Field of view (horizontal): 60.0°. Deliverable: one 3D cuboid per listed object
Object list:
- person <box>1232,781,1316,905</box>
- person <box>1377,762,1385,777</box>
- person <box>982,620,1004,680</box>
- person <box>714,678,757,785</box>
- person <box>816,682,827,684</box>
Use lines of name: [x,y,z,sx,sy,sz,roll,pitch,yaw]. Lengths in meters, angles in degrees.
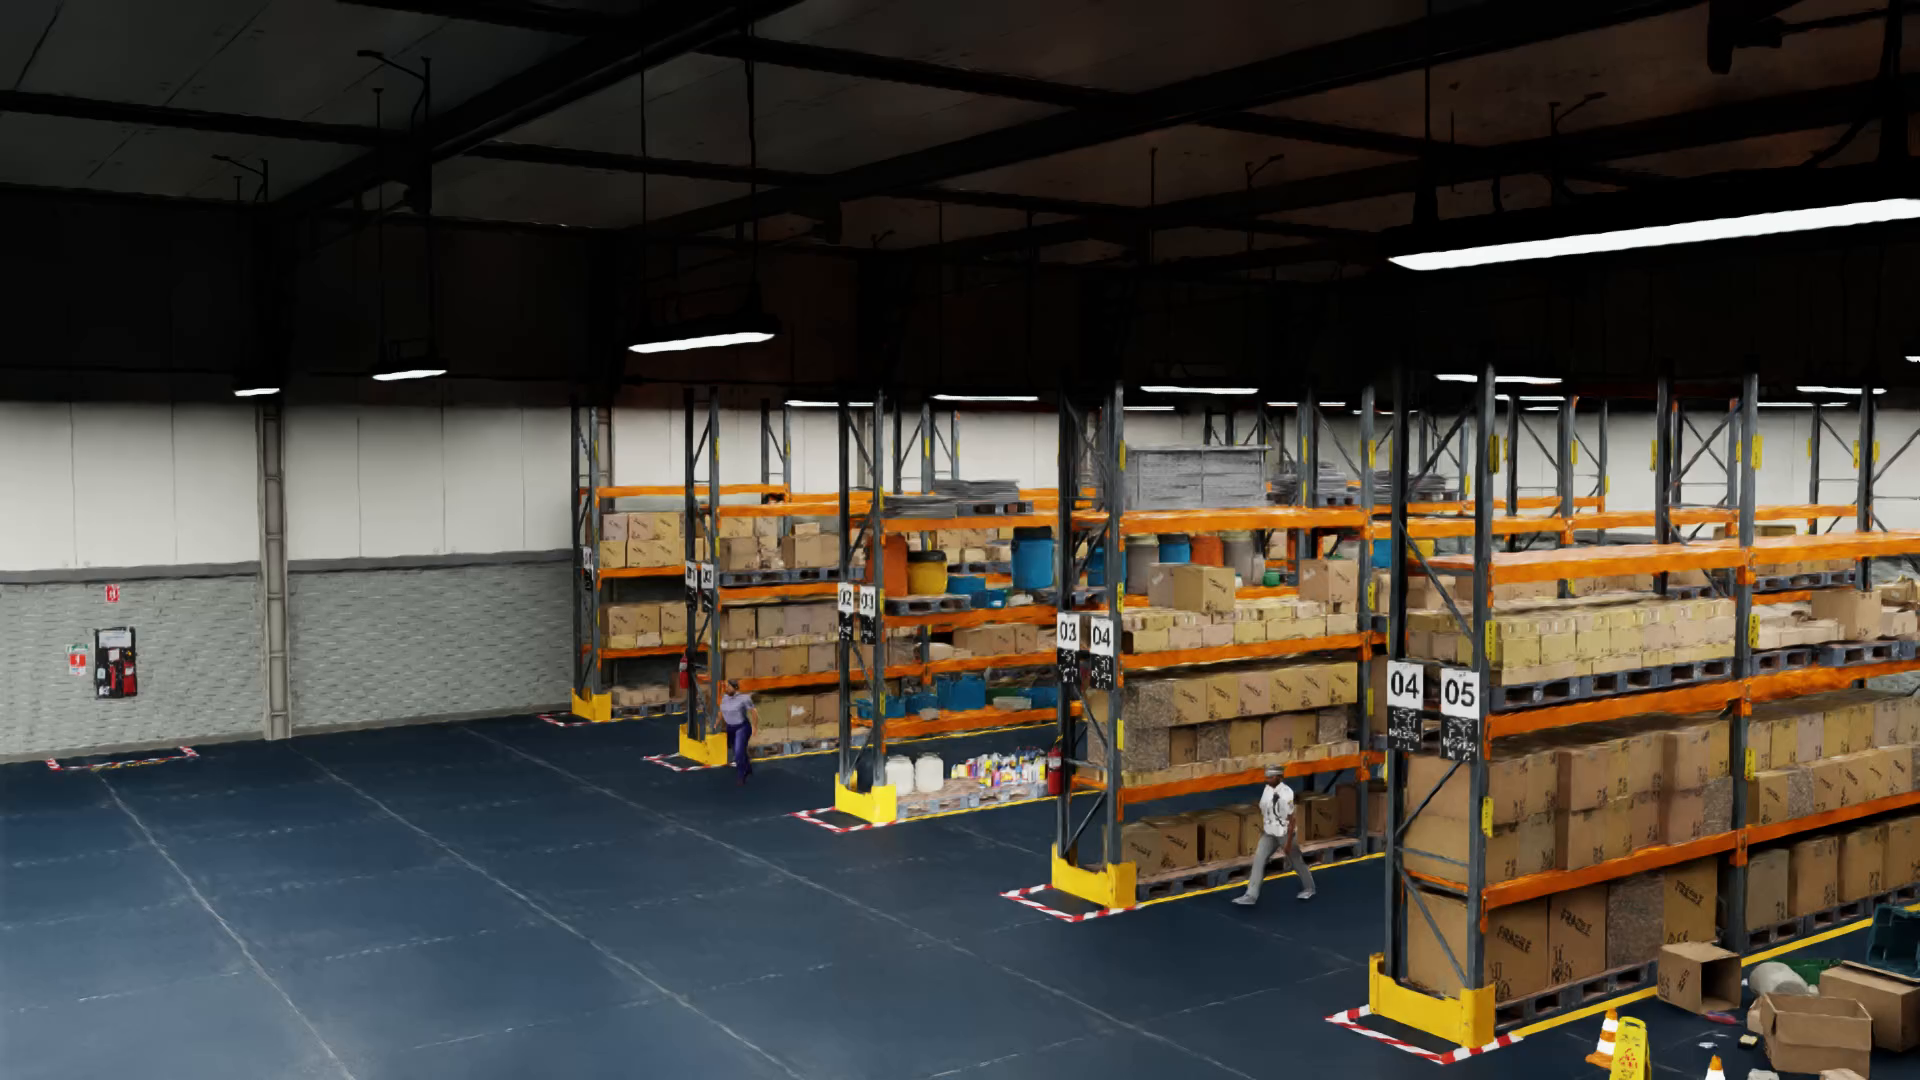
person: [4.977,2.923,23.452,9.459,1.625,6.731,-3,4,-37]
person: [6.272,2.865,24.122,0.408,1.679,0.538,2,4,24]
person: [0.597,2.343,33.387,1.086,1.589,0.495,-2,4,-32]
person: [-3.317,2.856,25.107,0.660,1.580,0.808,3,4,37]
person: [-2.518,2.478,31.456,0.519,1.465,0.566,-3,4,-36]
